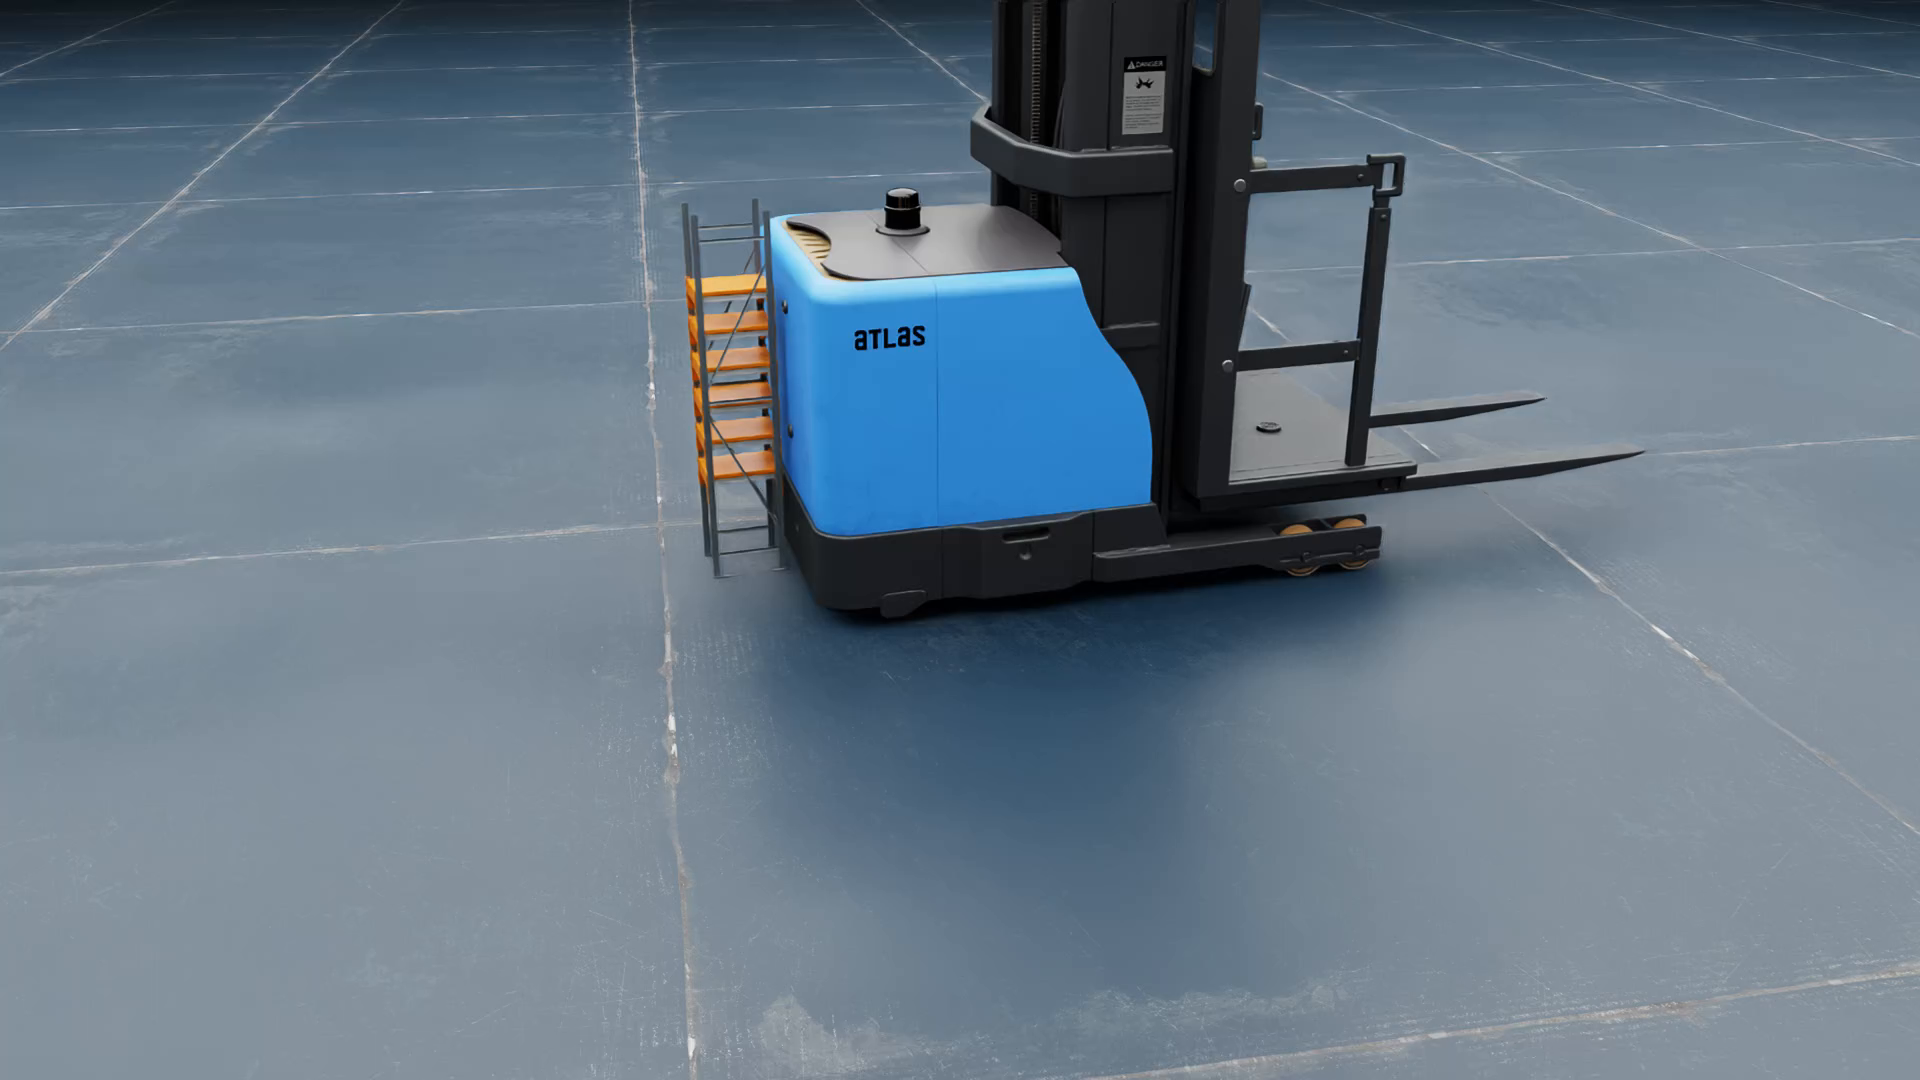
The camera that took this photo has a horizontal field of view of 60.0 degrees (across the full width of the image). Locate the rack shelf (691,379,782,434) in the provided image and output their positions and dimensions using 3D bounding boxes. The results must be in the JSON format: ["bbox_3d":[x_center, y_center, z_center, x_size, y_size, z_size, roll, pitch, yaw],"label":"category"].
[{"bbox_3d":[-0.719,-0.430,5.347,0.258,0.103,0.180,-7,25,-16],"label":"rack shelf"}]

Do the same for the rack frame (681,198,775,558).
[{"bbox_3d":[-0.746,-0.506,5.409,0.240,1.200,0.006,-7,25,-16],"label":"rack frame"}]

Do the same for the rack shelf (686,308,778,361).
[{"bbox_3d":[-0.719,-0.650,5.251,0.258,0.103,0.180,-7,25,-16],"label":"rack shelf"}]

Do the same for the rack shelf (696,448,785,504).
[{"bbox_3d":[-0.719,-0.210,5.443,0.258,0.103,0.180,-7,25,-16],"label":"rack shelf"}]

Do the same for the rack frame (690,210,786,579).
[{"bbox_3d":[-0.692,-0.436,5.249,0.240,1.200,0.006,-7,25,-16],"label":"rack frame"}]

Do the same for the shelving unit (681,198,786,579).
[{"bbox_3d":[-0.719,-0.471,5.329,0.258,1.200,0.189,-7,25,-16],"label":"shelving unit"}]

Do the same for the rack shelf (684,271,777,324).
[{"bbox_3d":[-0.719,-0.760,5.203,0.258,0.103,0.180,-7,25,-16],"label":"rack shelf"}]

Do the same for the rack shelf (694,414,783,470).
[{"bbox_3d":[-0.719,-0.320,5.395,0.258,0.103,0.180,-7,25,-16],"label":"rack shelf"}]

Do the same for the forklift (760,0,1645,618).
[{"bbox_3d":[0.895,-1.420,5.338,3.031,2.935,1.130,-6,24,-15],"label":"forklift"}]

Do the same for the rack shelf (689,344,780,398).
[{"bbox_3d":[-0.719,-0.540,5.299,0.258,0.103,0.180,-7,25,-16],"label":"rack shelf"}]
